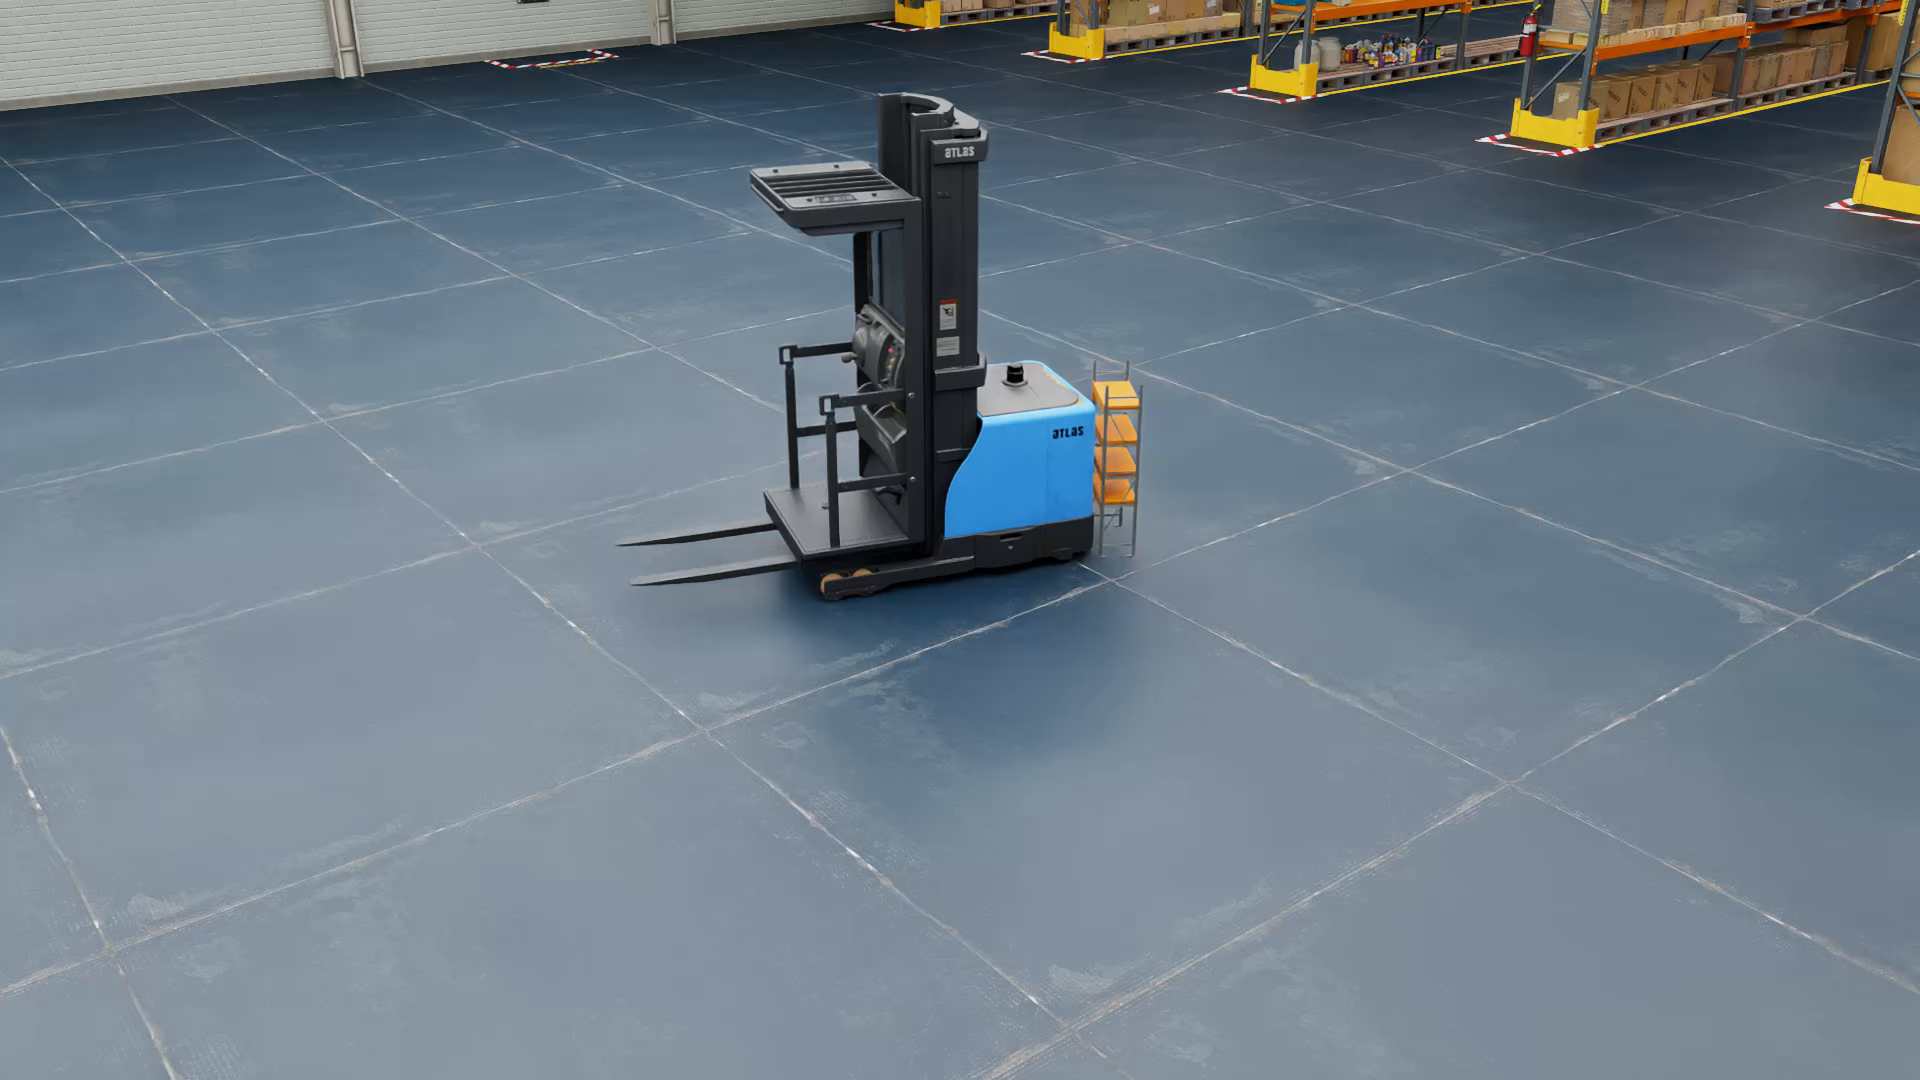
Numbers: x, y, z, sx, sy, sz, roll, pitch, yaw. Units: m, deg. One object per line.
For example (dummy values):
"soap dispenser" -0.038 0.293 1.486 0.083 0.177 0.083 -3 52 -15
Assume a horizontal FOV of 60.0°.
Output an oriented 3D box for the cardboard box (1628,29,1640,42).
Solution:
"cardboard box" 9.213 -7.027 23.127 0.250 0.149 0.380 -18 31 -34

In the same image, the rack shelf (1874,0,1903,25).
"rack shelf" 16.112 -9.227 28.423 4.000 0.370 1.077 -18 31 -34

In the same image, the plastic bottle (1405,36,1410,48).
"plastic bottle" 7.813 -8.660 29.065 0.097 0.271 0.097 0 25 0

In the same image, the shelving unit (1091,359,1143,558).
"shelving unit" 1.018 -0.536 10.980 0.258 1.200 0.503 -2 25 -4

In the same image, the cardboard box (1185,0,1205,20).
"cardboard box" 4.259 -10.111 31.350 0.500 0.500 0.500 -18 31 -34

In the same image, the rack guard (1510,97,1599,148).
"rack guard" 8.303 -5.842 23.243 0.348 0.500 1.175 -18 31 -34

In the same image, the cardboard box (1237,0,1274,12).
"cardboard box" 5.760 -10.500 32.413 0.500 0.311 0.500 -18 30 -34

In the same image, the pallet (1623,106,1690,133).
"pallet" 9.923 -6.225 24.413 1.213 0.211 1.003 -18 31 -34

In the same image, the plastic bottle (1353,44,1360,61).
"plastic bottle" 6.686 -8.276 28.231 0.135 0.276 0.152 -19 31 -35

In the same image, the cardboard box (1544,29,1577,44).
"cardboard box" 8.340 -6.984 23.034 0.250 0.149 0.380 -18 31 -34

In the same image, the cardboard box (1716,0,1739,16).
"cardboard box" 10.998 -8.079 24.622 0.500 0.500 0.875 -18 31 -34

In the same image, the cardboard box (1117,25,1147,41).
"cardboard box" 3.084 -9.379 30.662 0.500 0.250 0.500 -18 31 -34

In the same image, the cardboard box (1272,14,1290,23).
"cardboard box" 6.154 -10.376 32.811 0.500 0.250 0.500 -17 30 -33

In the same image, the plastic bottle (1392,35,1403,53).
"plastic bottle" 7.532 -8.514 28.655 0.185 0.351 0.144 -18 31 -34

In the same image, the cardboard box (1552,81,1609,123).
"cardboard box" 8.745 -6.169 23.450 0.500 0.500 0.500 -12 28 -25

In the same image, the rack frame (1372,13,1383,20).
"rack frame" 8.428 -12.317 34.226 0.127 3.000 1.000 -18 31 -34

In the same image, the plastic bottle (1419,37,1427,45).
"plastic bottle" 7.917 -8.419 28.451 0.185 0.351 0.144 -18 31 -34

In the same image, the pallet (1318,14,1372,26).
"pallet" 7.757 -10.851 34.380 1.213 0.211 1.003 -18 31 -34

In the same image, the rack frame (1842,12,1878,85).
"rack frame" 14.538 -9.034 27.152 0.127 3.000 1.000 -18 31 -34

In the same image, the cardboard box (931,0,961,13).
"cardboard box" -0.327 -11.008 34.078 0.500 0.311 0.500 -23 33 -40

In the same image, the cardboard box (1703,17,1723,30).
"cardboard box" 10.839 -7.519 24.187 0.250 0.149 0.380 -18 31 -34

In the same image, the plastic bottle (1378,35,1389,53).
"plastic bottle" 7.295 -8.512 28.653 0.185 0.351 0.144 -20 31 -36

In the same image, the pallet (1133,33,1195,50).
"pallet" 3.669 -9.501 31.472 1.213 0.211 1.003 -18 31 -34

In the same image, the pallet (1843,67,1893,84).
"pallet" 15.205 -7.949 28.127 1.213 0.211 1.003 -18 31 -34

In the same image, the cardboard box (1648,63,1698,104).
"cardboard box" 10.605 -6.810 24.830 0.500 0.500 0.500 -9 26 -18

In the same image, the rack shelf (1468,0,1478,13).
"rack shelf" 9.908 -9.829 29.720 4.000 0.370 1.077 -18 31 -34

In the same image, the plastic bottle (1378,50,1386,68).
"plastic bottle" 6.995 -7.985 27.595 0.133 0.283 0.061 -18 30 -33

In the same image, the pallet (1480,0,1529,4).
"pallet" 12.117 -12.269 37.435 1.213 0.211 1.003 -18 31 -34

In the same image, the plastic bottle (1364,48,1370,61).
"plastic bottle" 6.923 -8.257 28.280 0.097 0.201 0.097 0 25 0

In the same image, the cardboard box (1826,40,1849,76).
"cardboard box" 14.023 -7.919 27.197 0.500 0.500 0.700 -20 32 -37

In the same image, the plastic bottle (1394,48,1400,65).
"plastic bottle" 7.314 -8.094 27.845 0.097 0.271 0.097 0 25 0

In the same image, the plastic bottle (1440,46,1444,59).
"plastic bottle" 8.241 -8.369 28.520 0.097 0.201 0.097 0 25 0

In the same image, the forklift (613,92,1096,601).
"forklift" -0.694 -1.198 10.350 3.031 2.935 1.130 -9 26 -18

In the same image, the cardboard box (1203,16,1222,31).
"cardboard box" 4.651 -9.901 31.789 0.500 0.250 0.500 -18 31 -34

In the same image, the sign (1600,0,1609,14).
"sign" 8.578 -7.169 22.105 0.005 0.325 0.100 -18 31 -34

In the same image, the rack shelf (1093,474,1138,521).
"rack shelf" 1.018 -0.295 11.092 0.258 0.148 0.480 -2 25 -4

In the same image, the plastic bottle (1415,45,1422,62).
"plastic bottle" 7.752 -8.234 28.134 0.133 0.283 0.061 -16 29 -31

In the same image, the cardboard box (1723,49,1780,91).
"cardboard box" 12.274 -7.331 25.929 0.500 0.500 0.700 -18 31 -34

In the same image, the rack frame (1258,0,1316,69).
"rack frame" 5.187 -8.597 26.210 0.127 3.000 1.000 -18 31 -34

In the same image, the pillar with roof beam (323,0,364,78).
"pillar with roof beam" -7.696 -10.525 23.238 0.400 9.000 9.100 -18 31 -34

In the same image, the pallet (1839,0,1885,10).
"pallet" 14.043 -8.727 26.718 1.003 0.211 1.213 -18 31 -34

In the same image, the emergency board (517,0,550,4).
"emergency board" -7.617 -10.163 29.585 0.626 1.169 0.157 -18 31 -34

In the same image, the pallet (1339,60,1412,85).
"pallet" 6.819 -7.892 28.003 1.213 0.211 1.003 -18 31 -34

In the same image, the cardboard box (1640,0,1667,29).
"cardboard box" 9.432 -7.555 23.494 0.500 0.500 0.875 -18 31 -34

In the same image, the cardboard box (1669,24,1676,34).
"cardboard box" 9.969 -7.303 23.722 0.250 0.149 0.380 -18 31 -34
